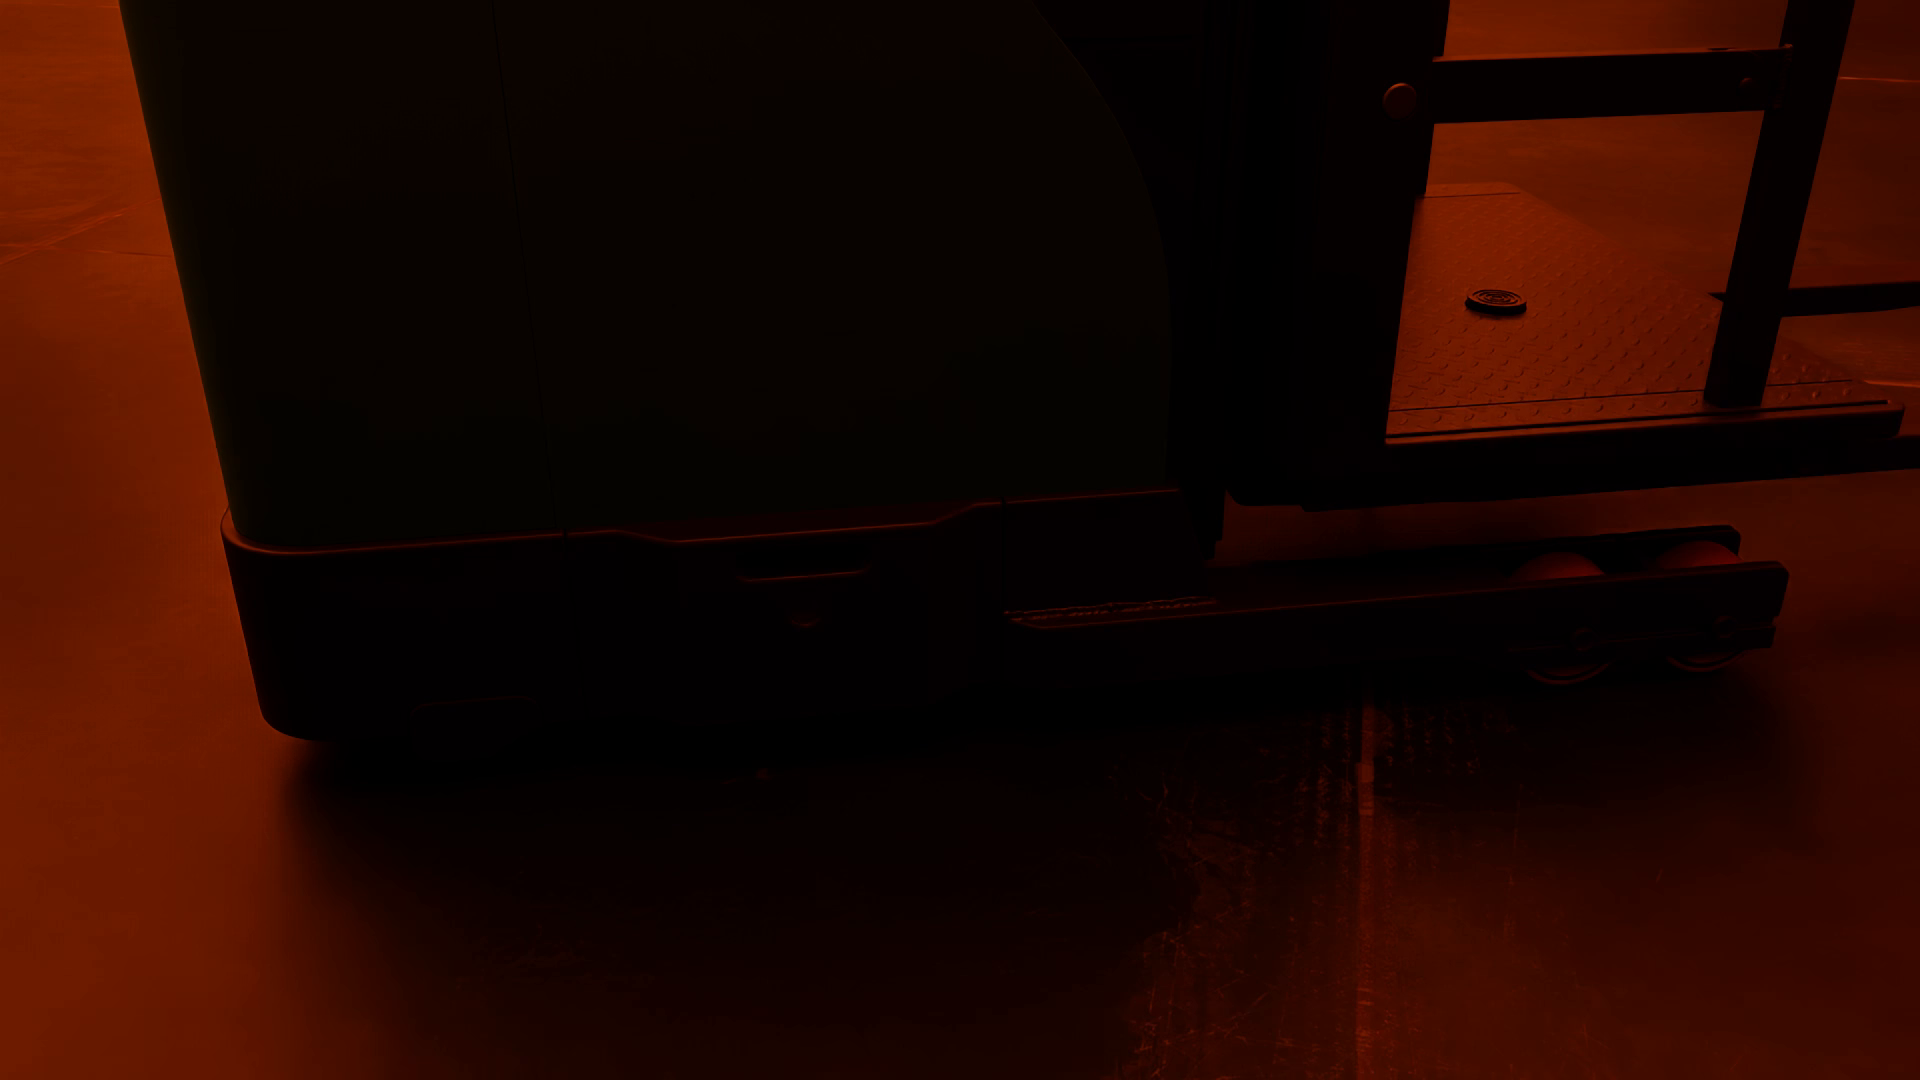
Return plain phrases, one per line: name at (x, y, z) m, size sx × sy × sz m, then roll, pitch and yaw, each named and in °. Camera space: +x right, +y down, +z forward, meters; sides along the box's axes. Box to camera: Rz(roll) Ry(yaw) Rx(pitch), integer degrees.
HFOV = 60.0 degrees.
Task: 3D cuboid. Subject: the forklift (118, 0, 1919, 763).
forklift at (0.600, -1.354, 1.930) m, size 3.031 × 2.935 × 1.130 m, roll -4°, pitch 27°, yaw -9°
